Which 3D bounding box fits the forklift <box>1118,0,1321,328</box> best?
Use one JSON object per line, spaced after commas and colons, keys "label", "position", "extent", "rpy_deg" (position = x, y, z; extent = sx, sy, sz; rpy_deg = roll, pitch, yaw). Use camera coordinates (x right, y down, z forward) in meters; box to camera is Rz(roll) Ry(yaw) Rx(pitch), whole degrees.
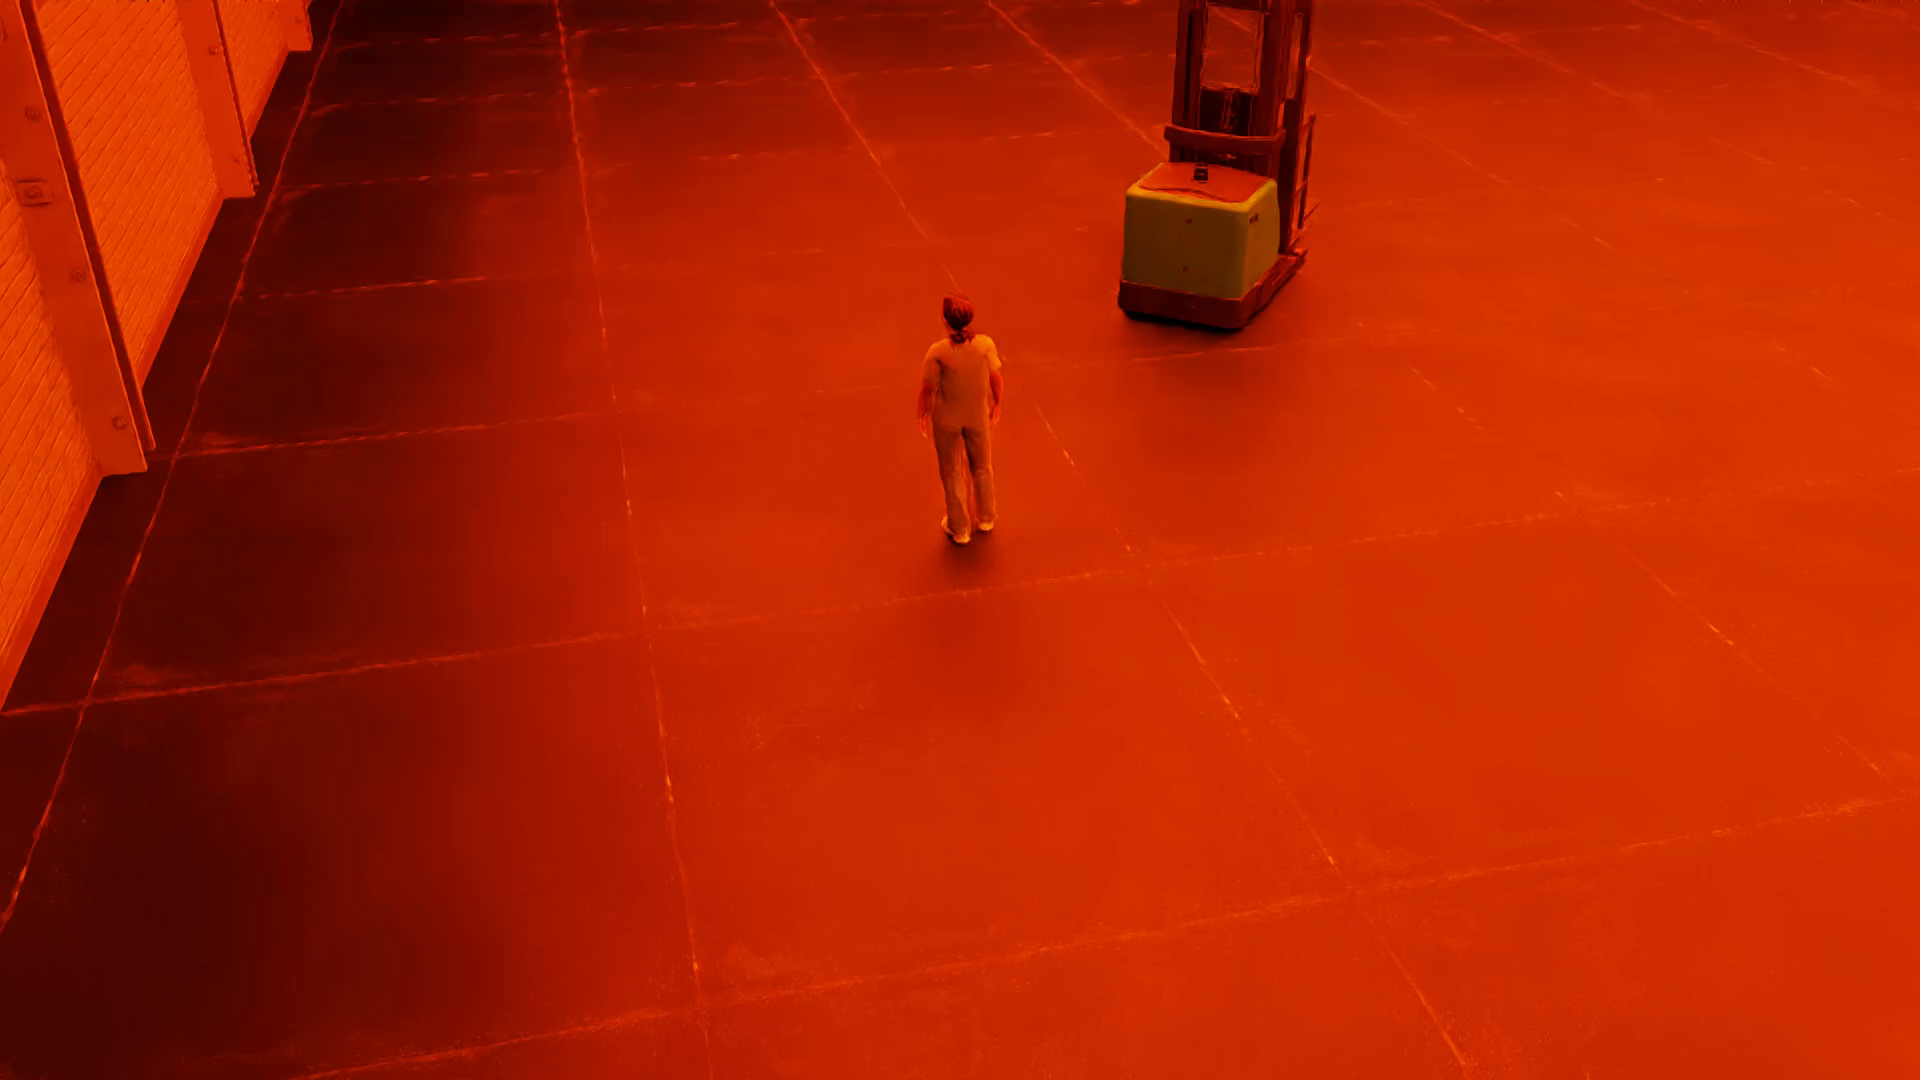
{"label": "forklift", "position": [2.408, -3.677, 13.925], "extent": [1.130, 2.935, 3.031], "rpy_deg": [14, 33, 23]}

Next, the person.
{"label": "person", "position": [-0.006, -0.773, 10.148], "extent": [0.550, 1.674, 0.532], "rpy_deg": [-7, 31, -12]}
